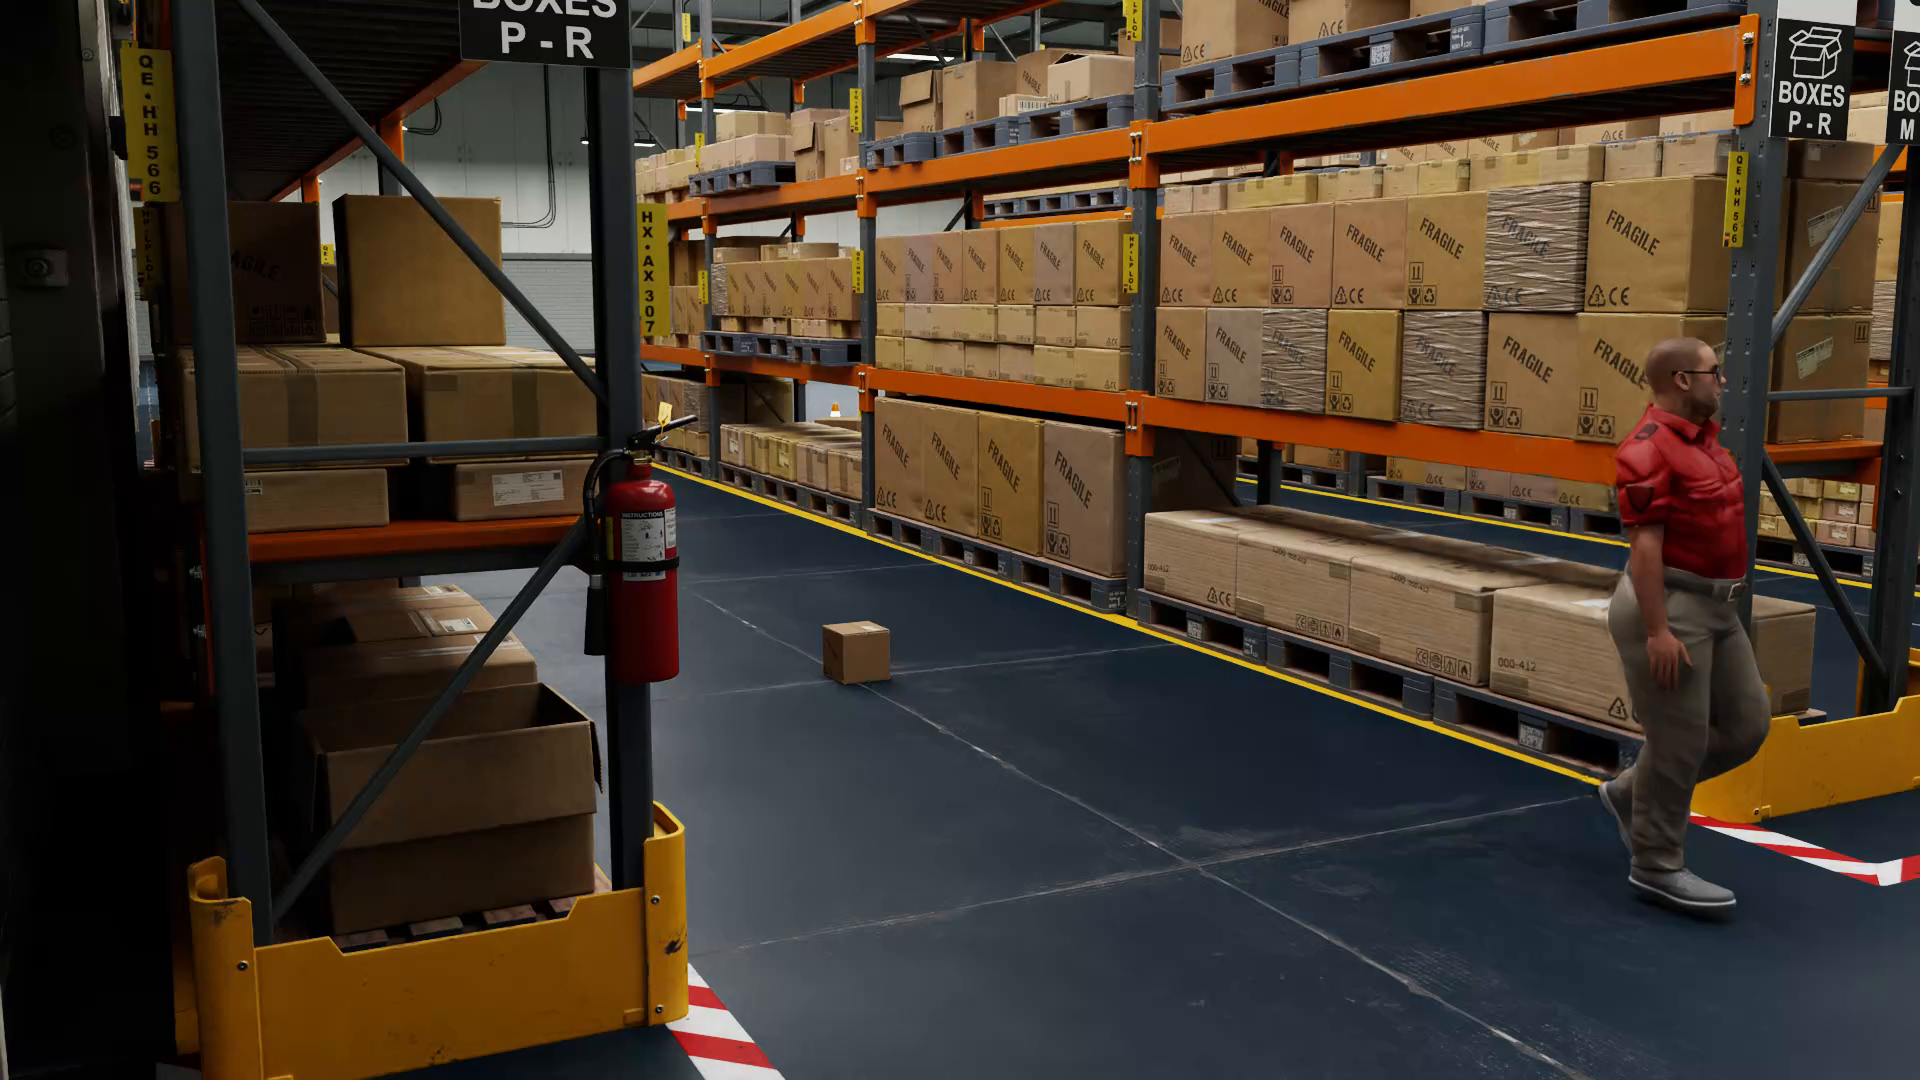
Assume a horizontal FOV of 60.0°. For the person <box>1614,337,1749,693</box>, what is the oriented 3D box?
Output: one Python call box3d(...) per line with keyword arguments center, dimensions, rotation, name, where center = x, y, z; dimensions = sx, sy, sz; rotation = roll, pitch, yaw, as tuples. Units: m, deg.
box3d(center=(2.208, -0.093, 5.039), dimensions=(0.547, 1.039, 0.341), rotation=(-8, 11, -42), name="person")
